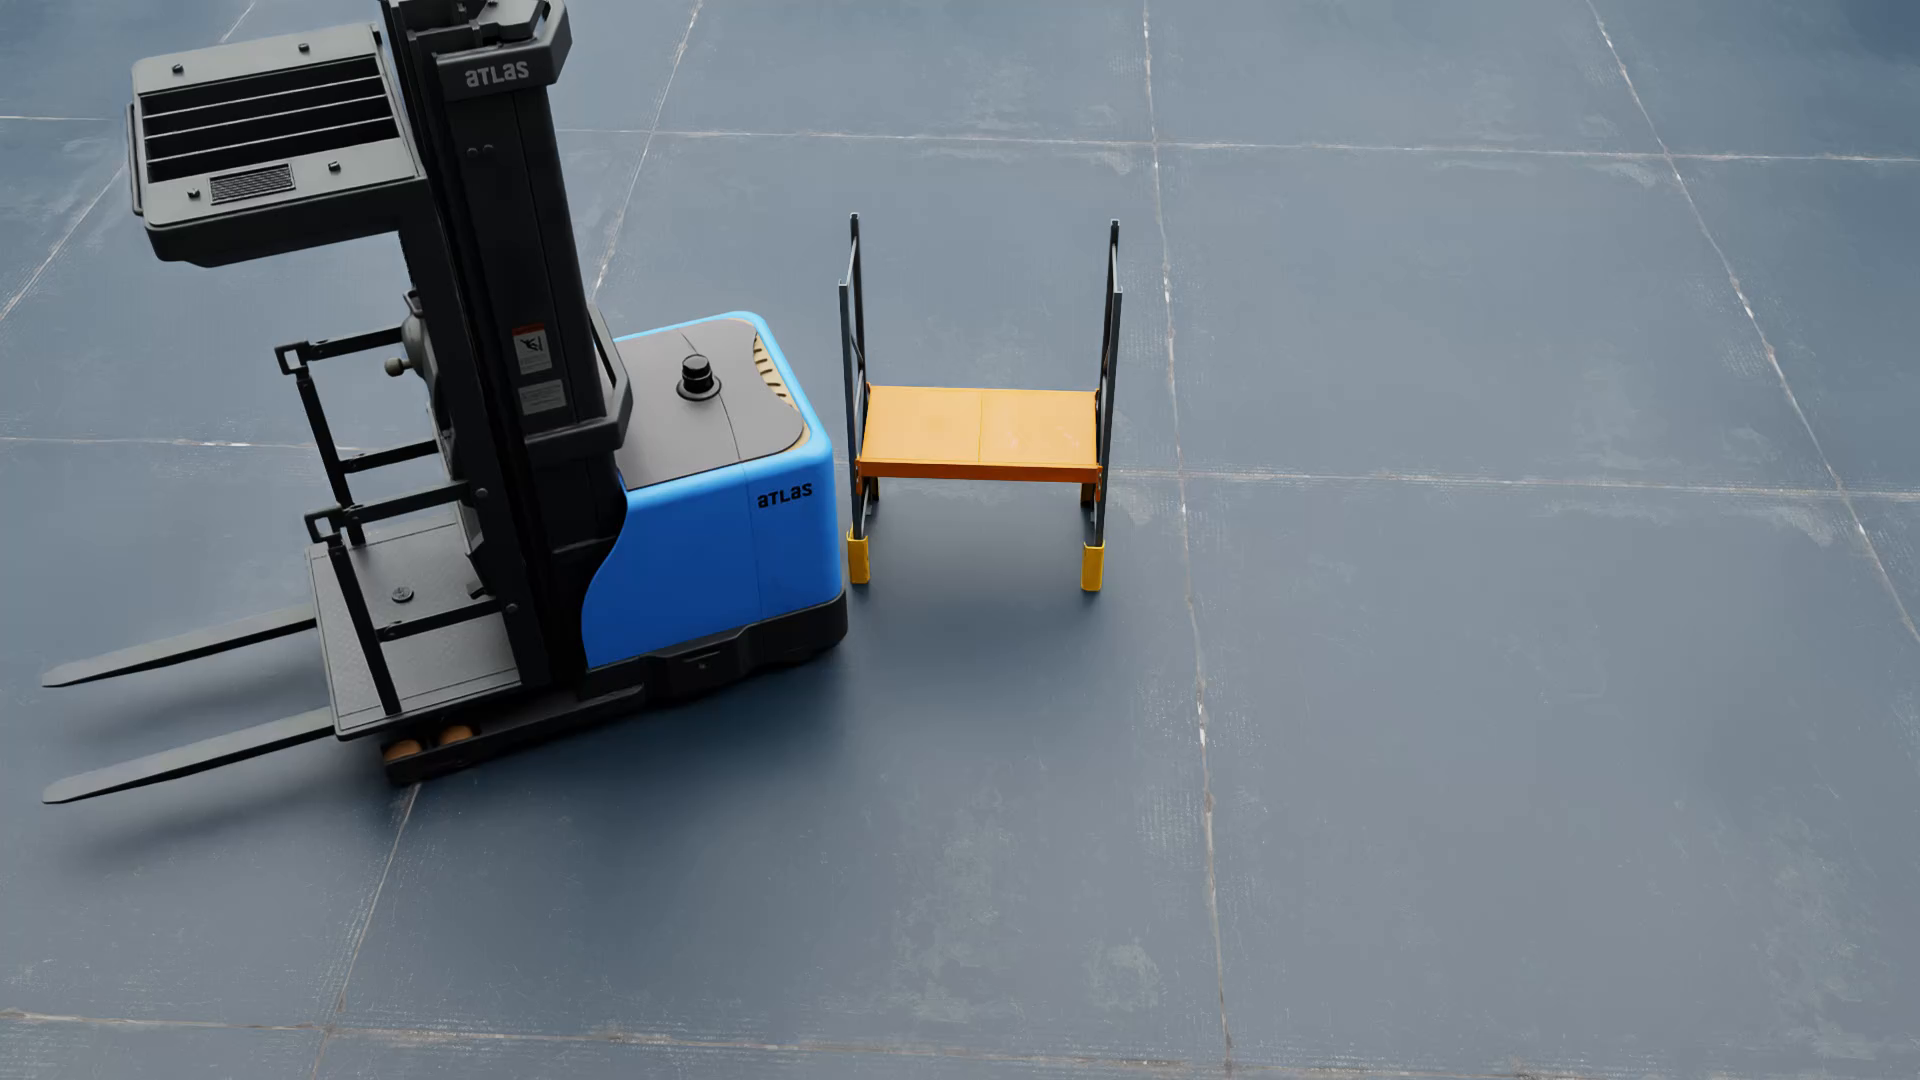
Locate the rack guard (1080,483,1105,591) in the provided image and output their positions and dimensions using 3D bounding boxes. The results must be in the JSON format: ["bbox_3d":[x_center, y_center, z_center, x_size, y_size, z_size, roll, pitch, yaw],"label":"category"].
[{"bbox_3d":[0.574,-0.074,7.231,0.087,0.250,0.587,2,43,2],"label":"rack guard"}]

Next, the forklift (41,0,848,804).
[{"bbox_3d":[-2.029,-0.559,5.785,3.031,2.935,1.130,-15,45,-16],"label":"forklift"}]

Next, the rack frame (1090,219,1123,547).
[{"bbox_3d":[0.593,-0.531,6.805,0.032,1.500,0.500,2,43,2],"label":"rack frame"}]

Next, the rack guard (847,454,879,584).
[{"bbox_3d":[-0.421,-0.104,7.264,0.087,0.250,0.587,2,43,2],"label":"rack guard"}]

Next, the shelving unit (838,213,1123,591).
[{"bbox_3d":[0.076,-0.546,6.822,1.083,1.500,0.587,2,43,2],"label":"shelving unit"}]

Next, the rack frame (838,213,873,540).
[{"bbox_3d":[-0.423,-0.562,6.838,0.032,1.500,0.500,2,43,2],"label":"rack frame"}]

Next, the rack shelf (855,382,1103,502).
[{"bbox_3d":[0.085,-0.415,6.944,1.000,0.185,0.538,2,43,2],"label":"rack shelf"}]
